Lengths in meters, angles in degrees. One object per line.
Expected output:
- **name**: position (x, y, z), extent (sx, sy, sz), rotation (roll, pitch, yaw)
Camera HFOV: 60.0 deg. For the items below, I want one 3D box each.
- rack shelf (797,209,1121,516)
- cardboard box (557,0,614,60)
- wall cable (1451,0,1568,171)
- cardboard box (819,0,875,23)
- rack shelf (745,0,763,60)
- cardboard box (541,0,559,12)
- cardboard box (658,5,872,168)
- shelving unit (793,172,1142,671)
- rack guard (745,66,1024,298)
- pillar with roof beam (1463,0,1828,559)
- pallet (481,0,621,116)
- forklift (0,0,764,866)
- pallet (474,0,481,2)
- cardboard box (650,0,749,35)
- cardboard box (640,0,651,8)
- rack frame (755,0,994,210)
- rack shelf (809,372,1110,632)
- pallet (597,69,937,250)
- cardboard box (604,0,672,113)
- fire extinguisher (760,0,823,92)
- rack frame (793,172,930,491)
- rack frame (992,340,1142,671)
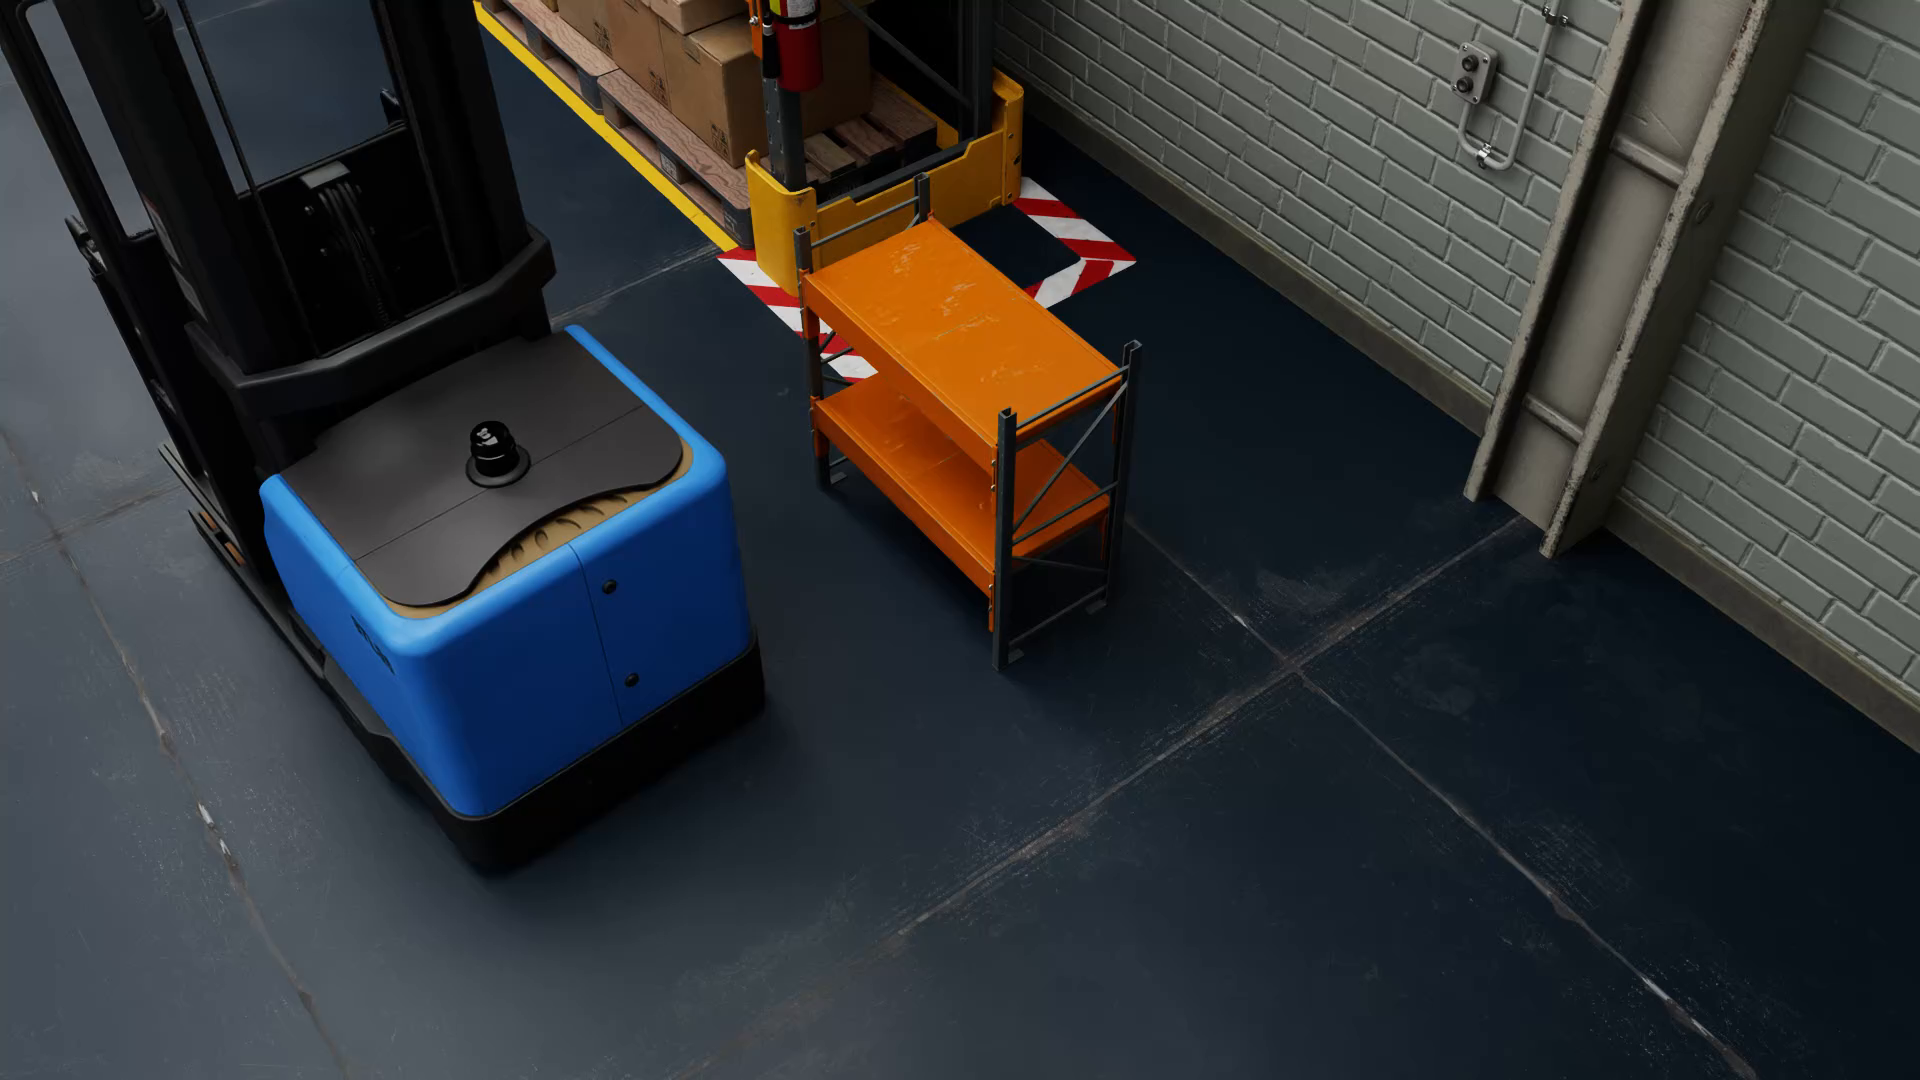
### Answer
- **rack shelf**: position (0.004, -0.570, 5.113), extent (0.538, 0.278, 1.000), rotation (-29, 54, -24)
- **cardboard box**: position (-1.411, -2.589, 7.476), extent (0.700, 0.500, 0.500), rotation (-31, 55, -25)
- **wall cable**: position (1.228, -2.339, 5.160), extent (0.084, 1.984, 1.851), rotation (-29, 54, -24)
- **cardboard box**: position (-0.568, -2.232, 6.714), extent (0.380, 0.149, 0.250), rotation (-29, 54, -24)
- **rack shelf**: position (-1.511, -3.266, 7.172), extent (1.077, 0.370, 4.000), rotation (-29, 54, -24)
- **cardboard box**: position (-1.740, -2.900, 7.758), extent (0.700, 0.500, 0.500), rotation (-28, 54, -23)
- **cardboard box**: position (-0.803, -1.998, 6.940), extent (0.700, 0.500, 0.500), rotation (-29, 54, -24)
- **shelving unit**: position (0.004, -0.374, 5.330), extent (0.538, 1.125, 1.048), rotation (-29, 54, -24)
- **rack guard**: position (-0.285, -1.475, 6.750), extent (1.175, 0.500, 0.348), rotation (-29, 54, -24)
- **pillar with roof beam**: position (-1.403, -1.208, 0.771), extent (9.100, 9.000, 0.400), rotation (-29, 54, -24)
- **pallet**: position (-1.581, -2.547, 7.917), extent (1.003, 0.211, 1.213), rotation (-29, 54, -24)
- **forklift**: position (-1.967, -1.062, 4.735), extent (1.130, 2.935, 3.031), rotation (-33, 56, -26)
- **pallet**: position (-2.324, -3.267, 8.569), extent (1.003, 0.211, 1.213), rotation (-29, 54, -24)
- **cardboard box**: position (-1.026, -2.210, 6.694), extent (0.380, 0.149, 0.250), rotation (-30, 54, -24)
- **cardboard box**: position (-1.181, -2.360, 6.831), extent (0.380, 0.149, 0.250), rotation (-28, 54, -23)
- **rack frame**: position (-0.300, -2.328, 5.836), extent (1.000, 3.000, 0.127), rotation (-29, 54, -24)
- **rack shelf**: position (0.004, -0.210, 5.511), extent (0.538, 0.278, 1.000), rotation (-29, 54, -24)
- **pallet**: position (-0.846, -1.828, 7.265), extent (1.003, 0.211, 1.213), rotation (-29, 54, -24)
- **cardboard box**: position (-1.106, -2.293, 7.208), extent (0.700, 0.500, 0.500), rotation (-30, 54, -24)
- **fire extinguisher**: position (-0.576, -1.881, 5.735), extent (0.296, 0.674, 0.183), rotation (-29, 54, -24)
- **rack frame**: position (-0.304, -0.674, 5.601), extent (0.500, 1.125, 0.032), rotation (-29, 54, -24)
- **rack frame**: position (0.312, -0.074, 5.058), extent (0.500, 1.125, 0.032), rotation (-29, 54, -24)
